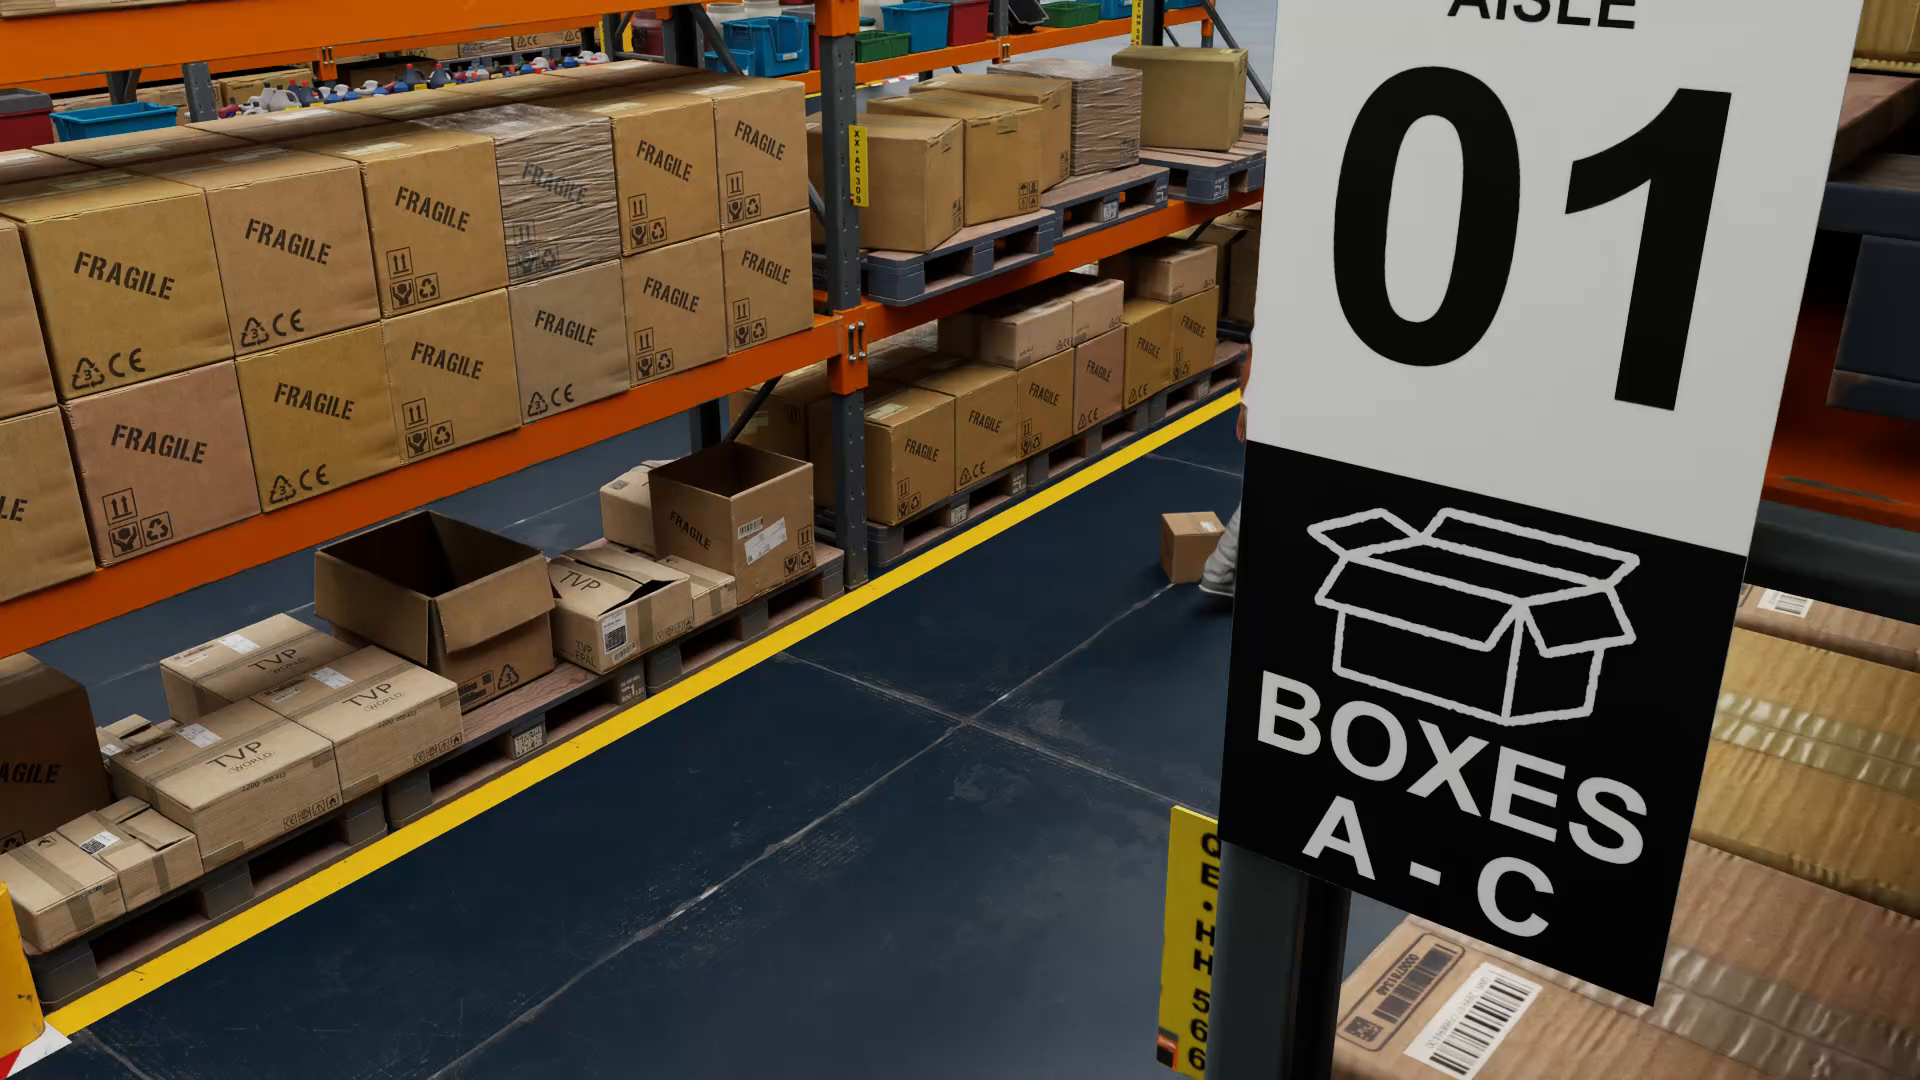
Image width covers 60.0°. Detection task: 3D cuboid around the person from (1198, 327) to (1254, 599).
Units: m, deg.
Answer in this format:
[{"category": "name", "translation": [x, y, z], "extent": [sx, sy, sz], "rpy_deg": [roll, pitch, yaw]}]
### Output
[{"category": "person", "translation": [1.501, -0.566, 7.370], "extent": [1.070, 1.588, 0.494], "rpy_deg": [-12, 26, -25]}]
